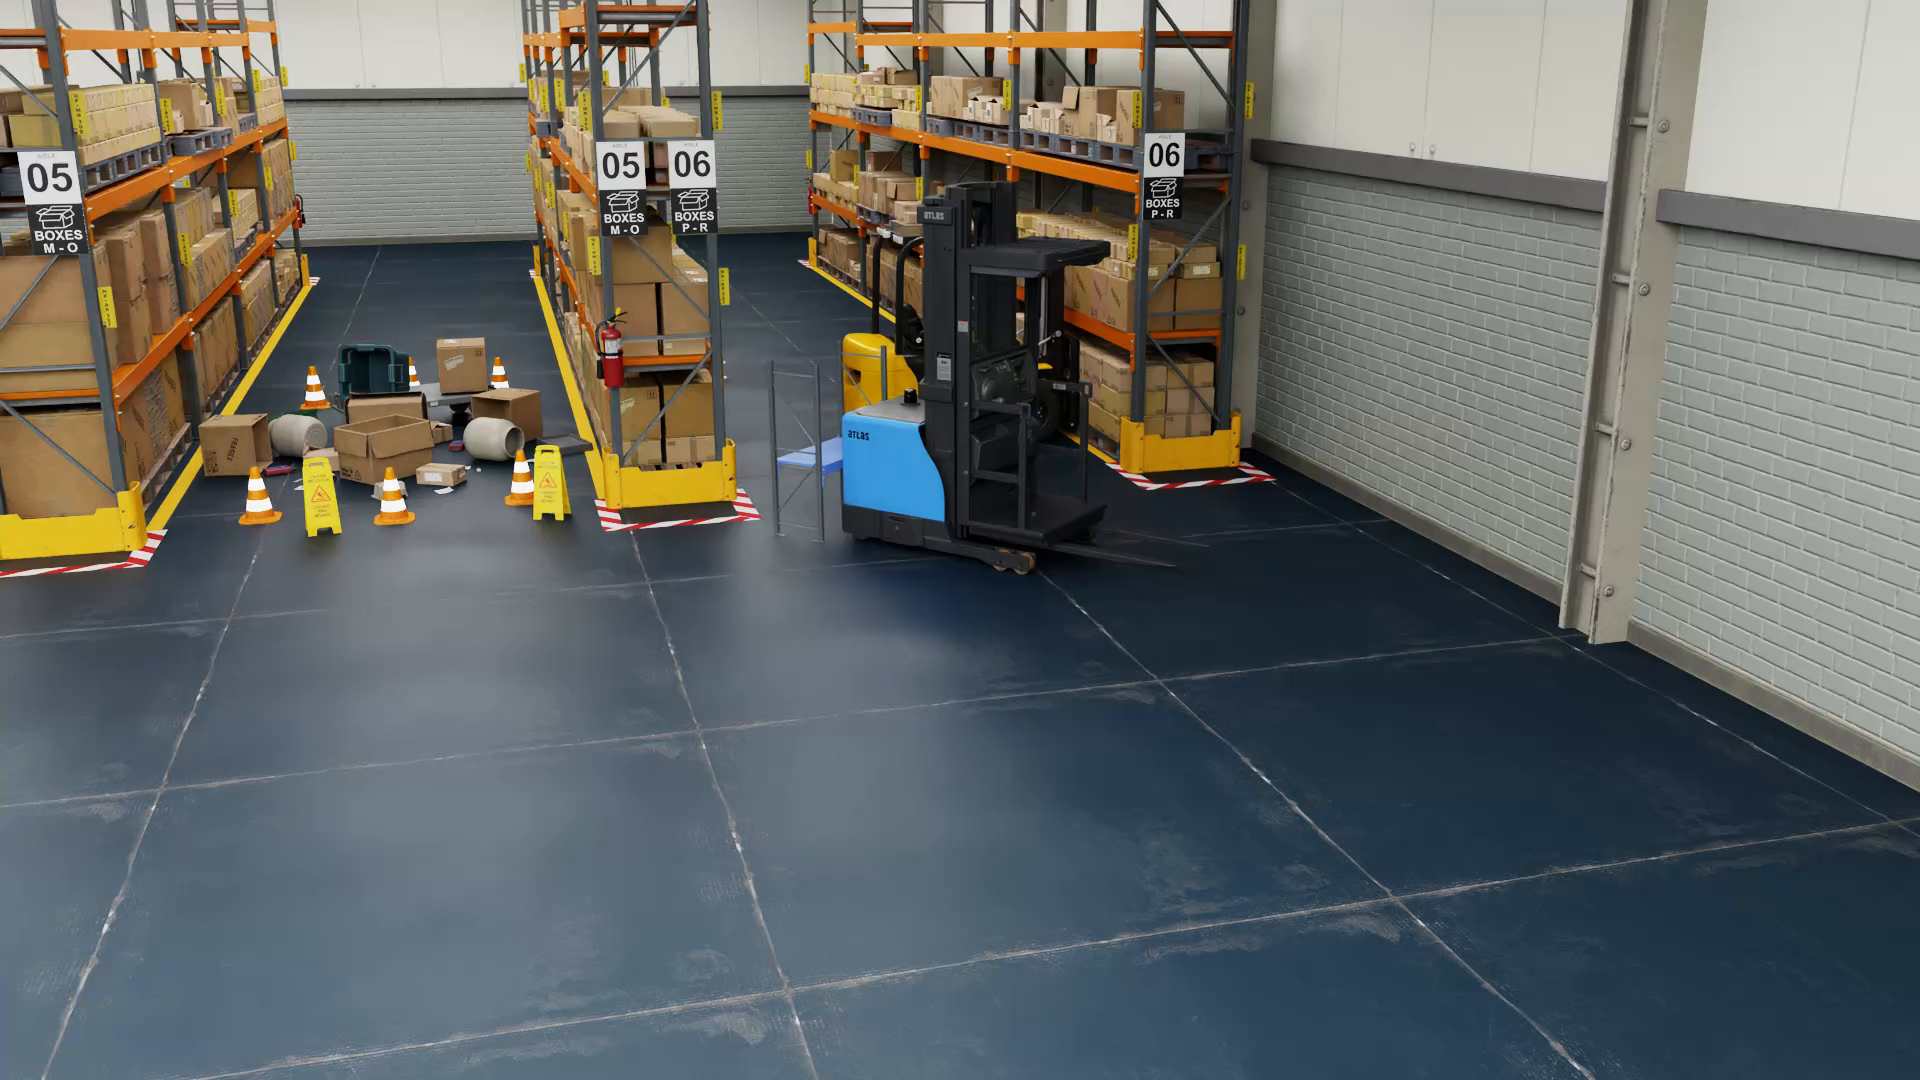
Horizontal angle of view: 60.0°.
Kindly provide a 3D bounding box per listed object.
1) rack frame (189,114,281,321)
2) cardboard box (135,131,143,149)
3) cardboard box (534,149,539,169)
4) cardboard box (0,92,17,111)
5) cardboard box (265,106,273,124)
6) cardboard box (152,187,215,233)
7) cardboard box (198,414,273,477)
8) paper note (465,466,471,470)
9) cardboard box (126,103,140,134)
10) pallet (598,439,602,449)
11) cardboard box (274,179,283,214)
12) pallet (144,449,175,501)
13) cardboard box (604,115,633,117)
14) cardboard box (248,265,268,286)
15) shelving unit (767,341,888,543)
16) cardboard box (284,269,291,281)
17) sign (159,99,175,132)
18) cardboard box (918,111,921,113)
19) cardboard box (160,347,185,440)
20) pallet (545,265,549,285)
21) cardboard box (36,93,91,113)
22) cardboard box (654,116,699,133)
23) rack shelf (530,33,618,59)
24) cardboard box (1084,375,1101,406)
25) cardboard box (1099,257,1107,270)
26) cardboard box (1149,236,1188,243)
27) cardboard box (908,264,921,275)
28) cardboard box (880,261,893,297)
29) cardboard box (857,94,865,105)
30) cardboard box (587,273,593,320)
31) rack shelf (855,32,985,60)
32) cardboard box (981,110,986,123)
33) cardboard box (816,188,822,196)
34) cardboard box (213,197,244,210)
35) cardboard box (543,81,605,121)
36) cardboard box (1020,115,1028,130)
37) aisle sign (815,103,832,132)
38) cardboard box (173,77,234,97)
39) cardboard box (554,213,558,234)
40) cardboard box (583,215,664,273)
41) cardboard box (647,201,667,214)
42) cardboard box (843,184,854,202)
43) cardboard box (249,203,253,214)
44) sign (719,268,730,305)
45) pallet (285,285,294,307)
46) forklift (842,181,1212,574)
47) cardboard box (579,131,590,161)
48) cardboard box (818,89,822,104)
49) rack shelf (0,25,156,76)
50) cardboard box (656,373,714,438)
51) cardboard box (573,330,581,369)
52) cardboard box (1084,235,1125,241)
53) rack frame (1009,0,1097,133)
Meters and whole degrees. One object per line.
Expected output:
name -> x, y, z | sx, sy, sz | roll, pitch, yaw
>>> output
rack frame -> -10.642, -4.682, 24.323 | 1.000, 3.000, 0.127 | -5, 17, -15
cardboard box -> -7.757, -3.678, 15.300 | 0.380, 0.149, 0.250 | -4, 17, -14
cardboard box -> -6.716, -6.157, 27.322 | 0.500, 0.500, 0.500 | -5, 17, -15
cardboard box -> -7.974, -3.587, 13.614 | 0.380, 0.149, 0.250 | -4, 17, -14
cardboard box -> -10.787, -6.479, 25.353 | 0.500, 0.250, 0.500 | -4, 17, -13
cardboard box -> -9.429, -3.977, 20.066 | 0.700, 0.500, 0.500 | -5, 17, -16
cardboard box -> -7.031, -0.924, 16.156 | 0.500, 0.500, 0.500 | -2, 17, -6
paper note -> -4.876, -0.705, 16.266 | 0.148, 0.019, 0.142 | 1, 17, 4
cardboard box -> -7.788, -3.831, 15.117 | 0.500, 0.250, 0.500 | -5, 17, -16
pallet -> -3.155, -1.031, 17.019 | 1.003, 0.211, 1.213 | -5, 17, -15
cardboard box -> -10.783, -5.307, 25.716 | 0.500, 0.500, 0.500 | -5, 17, -16
pallet -> -7.971, -0.579, 15.511 | 1.003, 0.211, 1.213 | -5, 17, -15
cardboard box -> -3.192, -3.836, 15.345 | 0.380, 0.149, 0.250 | -5, 17, -15
cardboard box -> -10.066, -3.715, 23.419 | 0.500, 0.250, 0.500 | -4, 17, -13
shelving unit -> -1.104, -0.858, 14.193 | 0.538, 1.500, 1.048 | 9, 19, 29
cardboard box -> -10.868, -4.211, 26.464 | 0.380, 0.149, 0.250 | -5, 17, -15
sign -> -7.911, -4.235, 16.587 | 0.100, 0.325, 0.005 | -5, 17, -15
cardboard box -> -0.369, -6.023, 23.142 | 0.380, 0.149, 0.250 | -4, 17, -14
cardboard box -> -8.338, -1.473, 16.604 | 0.875, 0.875, 0.875 | -4, 17, -14
pallet -> -6.715, -4.657, 29.088 | 1.003, 0.211, 1.213 | -5, 17, -15
cardboard box -> -7.198, -3.496, 13.310 | 0.380, 0.149, 0.250 | -5, 17, -15
cardboard box -> -2.606, -3.812, 15.265 | 0.380, 0.149, 0.250 | -5, 17, -15
rack shelf -> -5.361, -6.885, 23.176 | 1.077, 0.370, 4.000 | -5, 17, -15
cardboard box -> 1.597, -1.548, 17.073 | 0.500, 0.250, 0.500 | -5, 17, -16
cardboard box -> 1.625, -2.822, 16.831 | 0.380, 0.149, 0.250 | -5, 17, -16
cardboard box -> 2.092, -3.002, 16.915 | 0.380, 0.149, 0.250 | -5, 17, -15
cardboard box -> -0.554, -3.969, 24.437 | 0.380, 0.149, 0.250 | -5, 18, -17
cardboard box -> -0.934, -4.062, 25.875 | 0.500, 0.500, 0.500 | -5, 17, -17
cardboard box -> -1.402, -6.871, 25.932 | 0.380, 0.149, 0.250 | -5, 17, -15
cardboard box -> -3.294, -2.378, 15.963 | 0.500, 0.500, 0.500 | -5, 17, -16
rack shelf -> -0.590, -7.278, 24.485 | 1.077, 0.370, 4.000 | -5, 17, -15
cardboard box -> 0.465, -5.127, 20.125 | 0.380, 0.149, 0.250 | -5, 17, -15
cardboard box -> -2.412, -6.368, 30.374 | 0.380, 0.149, 0.250 | -5, 17, -16
cardboard box -> -9.987, -4.591, 22.695 | 0.380, 0.149, 0.250 | -6, 18, -18
cardboard box -> -5.060, -5.774, 21.837 | 0.797, 0.503, 0.637 | -6, 18, -19
cardboard box -> 0.891, -4.699, 18.699 | 0.380, 0.149, 0.250 | -4, 17, -14
aisle sign -> -2.540, -7.841, 30.324 | 0.394, 0.787, 0.004 | -5, 17, -15
cardboard box -> -10.644, -6.254, 23.439 | 0.700, 0.500, 0.500 | -5, 17, -15
cardboard box -> -5.189, -4.276, 22.365 | 0.500, 0.250, 0.500 | -5, 17, -15
cardboard box -> -3.095, -2.715, 15.349 | 0.700, 0.500, 0.500 | -5, 17, -15
cardboard box -> -3.501, -3.748, 18.668 | 0.380, 0.149, 0.250 | -5, 17, -15
cardboard box -> -1.666, -5.824, 27.870 | 0.500, 0.250, 0.500 | -5, 17, -15
cardboard box -> -10.204, -4.669, 23.470 | 0.380, 0.149, 0.250 | -4, 17, -13
sign -> -2.091, -2.239, 14.687 | 0.100, 0.325, 0.005 | -5, 17, -15
pallet -> -11.200, -3.867, 26.459 | 1.003, 0.211, 1.213 | -5, 17, -15
forklift -> 0.529, -1.307, 13.208 | 3.031, 2.935, 1.130 | 10, 20, 31
cardboard box -> -3.297, -3.691, 15.557 | 0.500, 0.250, 0.500 | -4, 17, -14
cardboard box -> -2.220, -7.825, 29.317 | 0.500, 0.250, 0.500 | -4, 17, -14
rack shelf -> -7.894, -4.253, 14.413 | 1.077, 0.370, 4.000 | -5, 17, -15
cardboard box -> -2.576, -1.277, 15.734 | 0.500, 0.500, 0.500 | -5, 18, -17
cardboard box -> -4.252, -2.366, 20.453 | 0.950, 0.372, 0.625 | -4, 17, -13
cardboard box -> 1.487, -3.033, 17.015 | 0.380, 0.149, 0.250 | -4, 17, -14
rack frame -> 1.059, -6.155, 18.799 | 1.000, 3.000, 0.127 | -5, 17, -15
